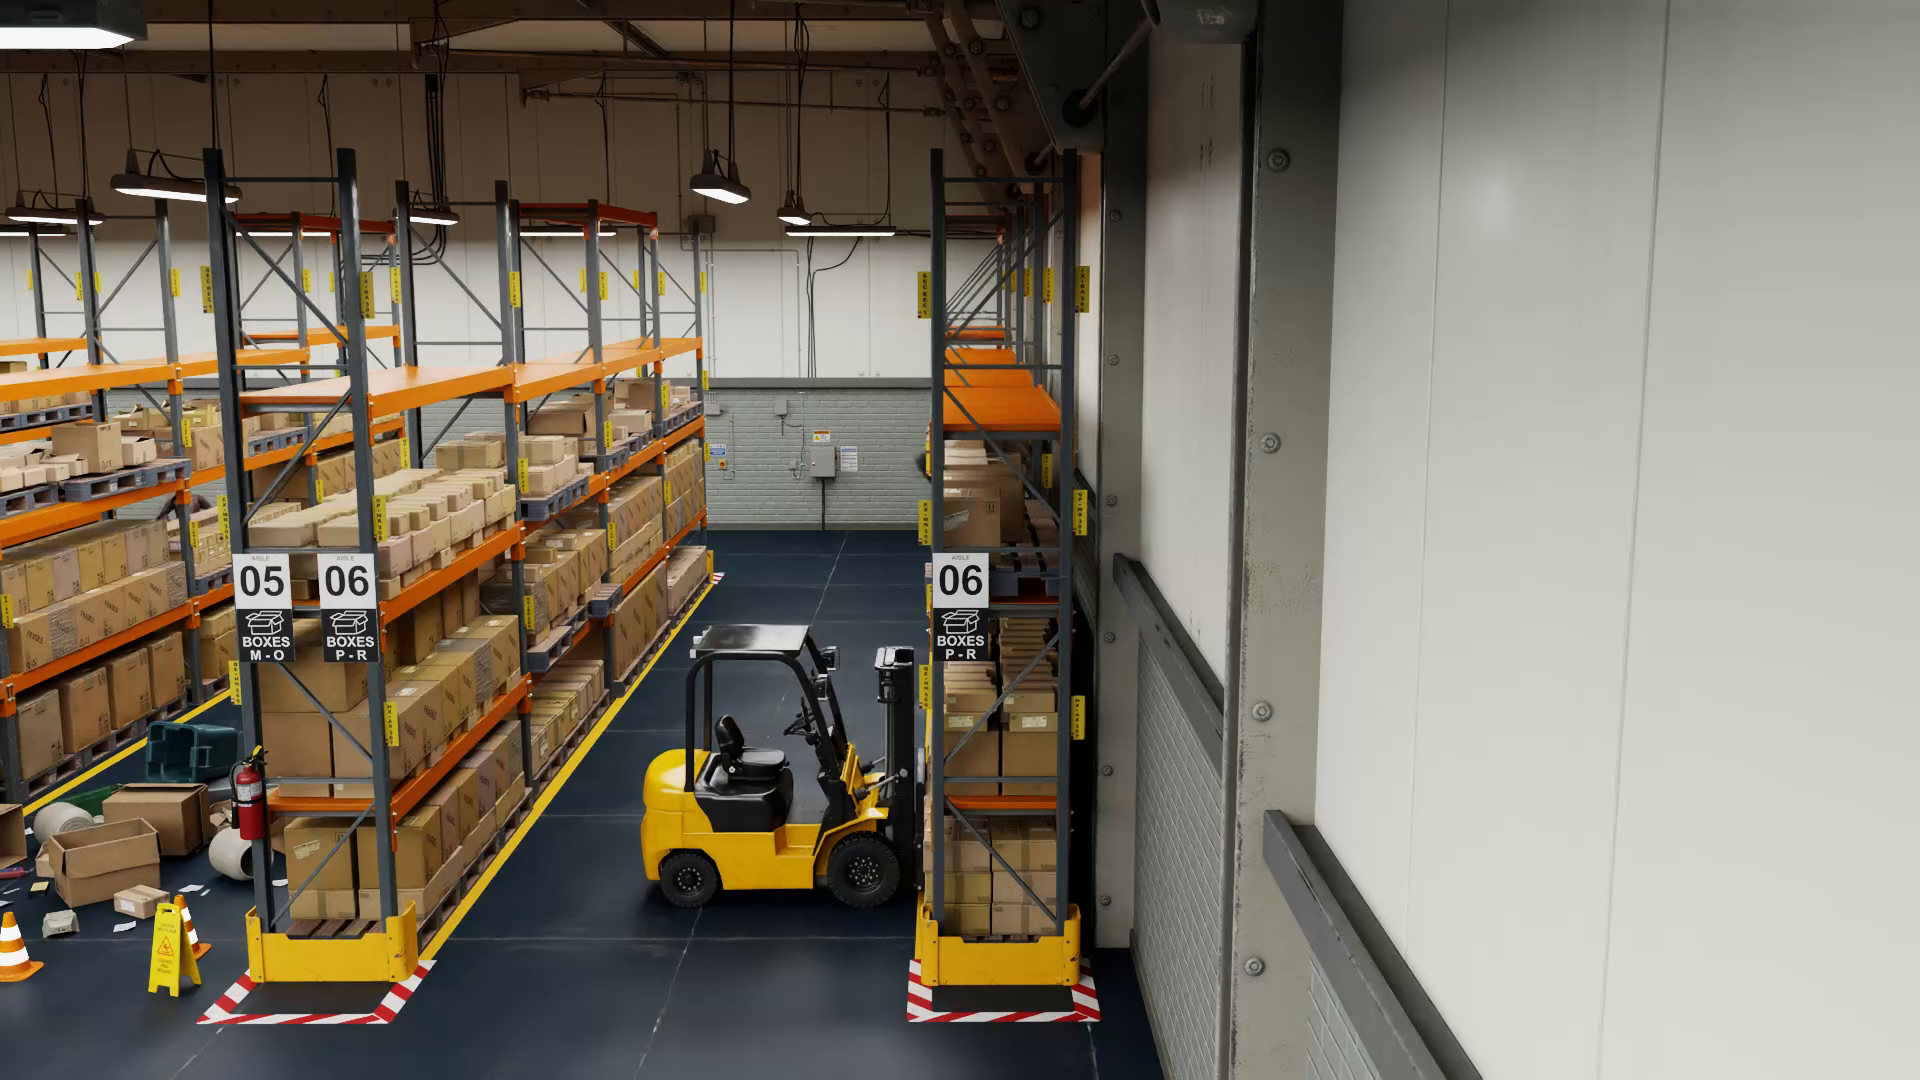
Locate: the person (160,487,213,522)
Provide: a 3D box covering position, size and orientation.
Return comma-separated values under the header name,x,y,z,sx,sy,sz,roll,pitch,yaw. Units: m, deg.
name,x,y,z,sx,sy,sz,roll,pitch,yaw
person,-12.995,-0.148,28.098,0.815,1.686,0.645,-9,13,-44
